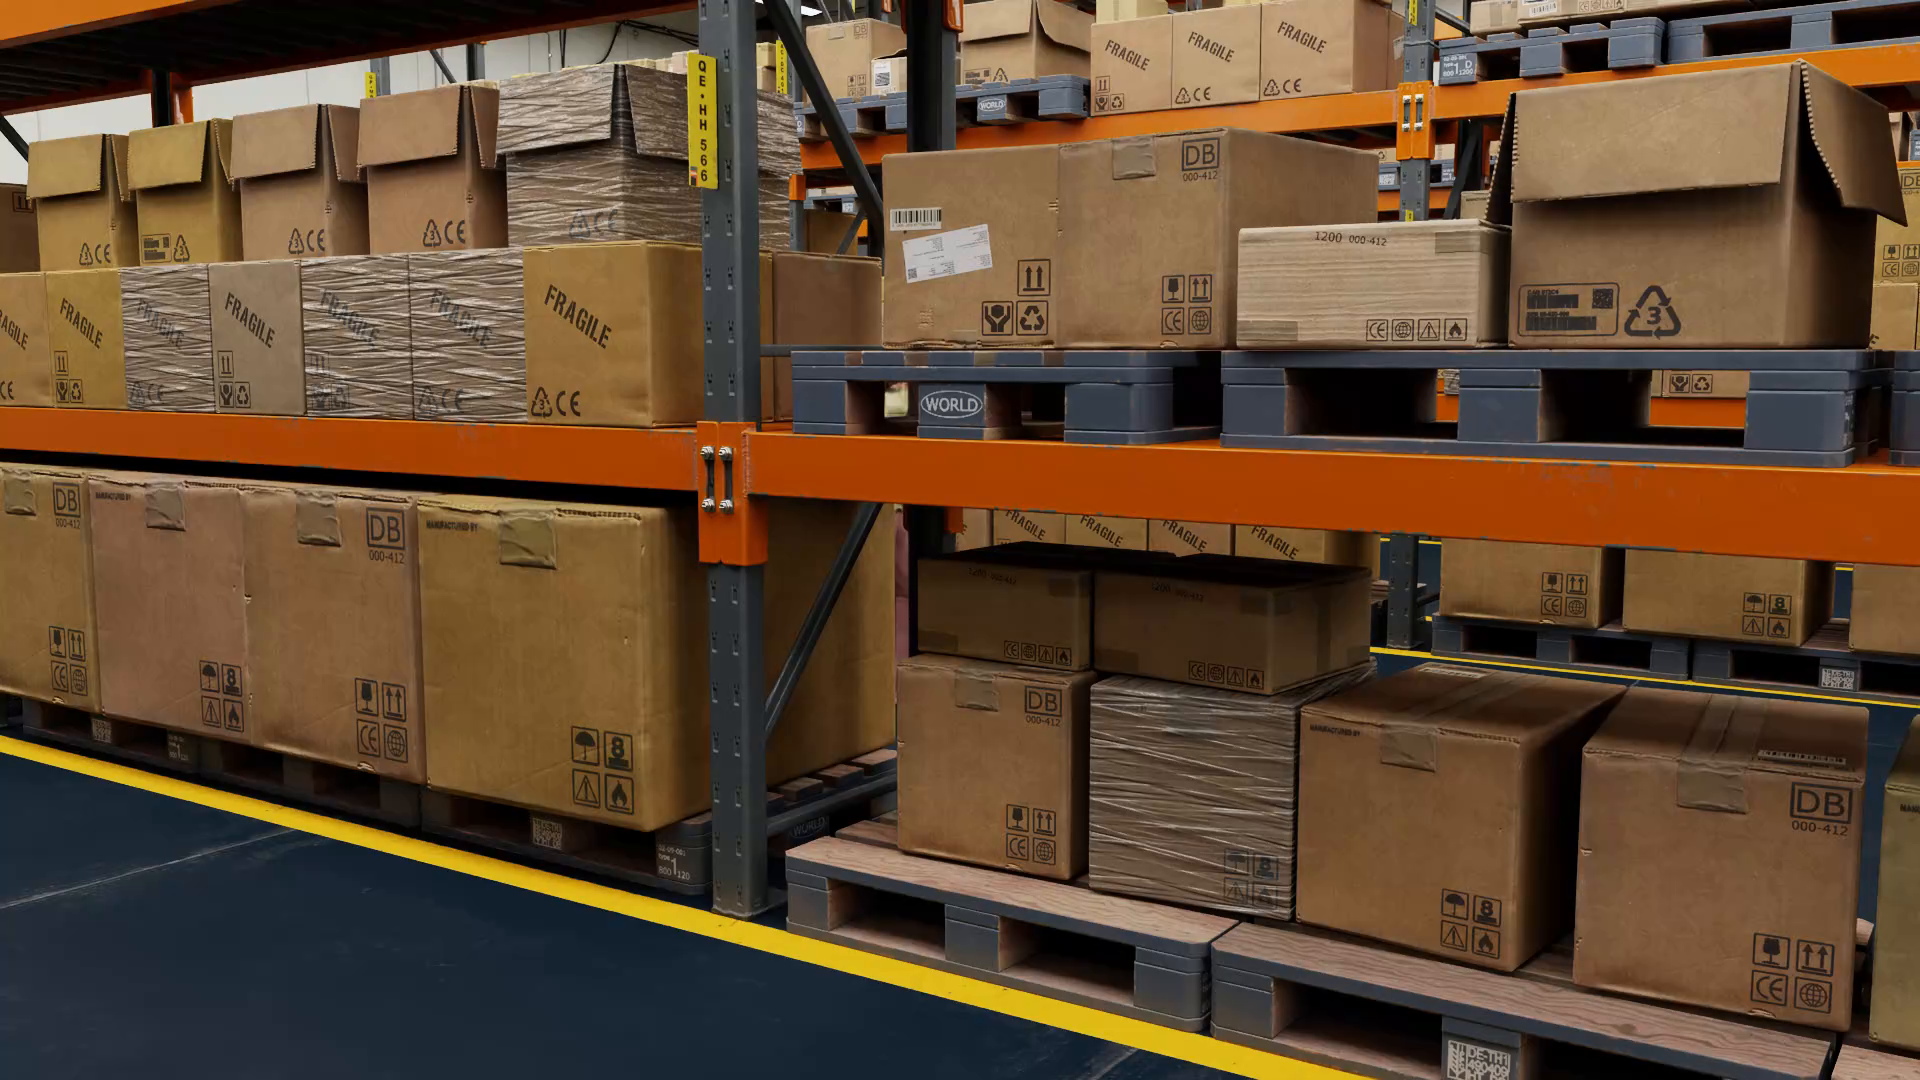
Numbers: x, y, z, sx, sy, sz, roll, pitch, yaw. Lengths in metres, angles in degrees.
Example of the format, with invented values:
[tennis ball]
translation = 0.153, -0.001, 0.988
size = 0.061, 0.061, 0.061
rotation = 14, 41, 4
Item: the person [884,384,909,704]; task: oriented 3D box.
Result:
[person]
translation = -0.371, -0.127, 7.152
size = 0.427, 1.662, 0.559
rotation = 4, 8, 34
